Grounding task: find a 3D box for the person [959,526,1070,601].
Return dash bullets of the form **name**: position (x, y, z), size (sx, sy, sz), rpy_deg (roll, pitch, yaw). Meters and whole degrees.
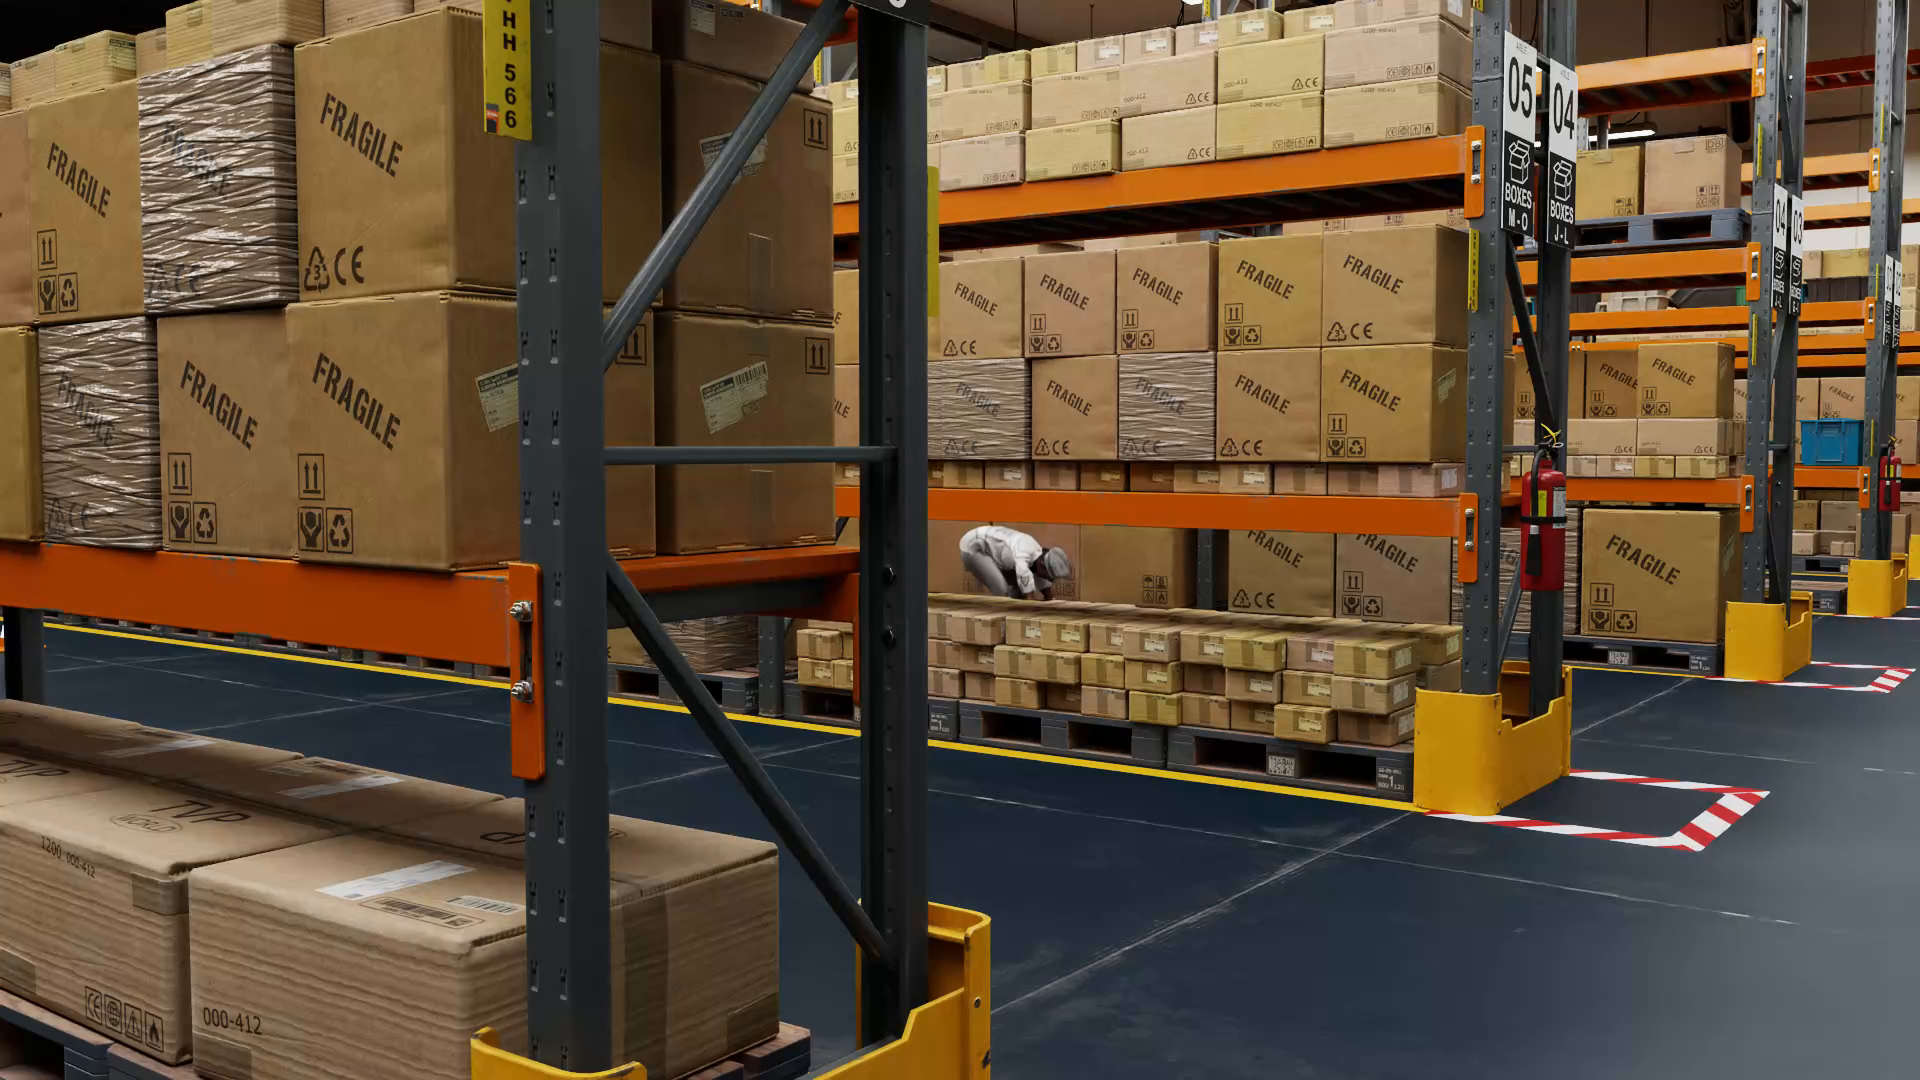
- **person**: position (0.425, 0.342, 12.909), size (0.903, 0.894, 0.466), rpy_deg (2, 4, 33)
